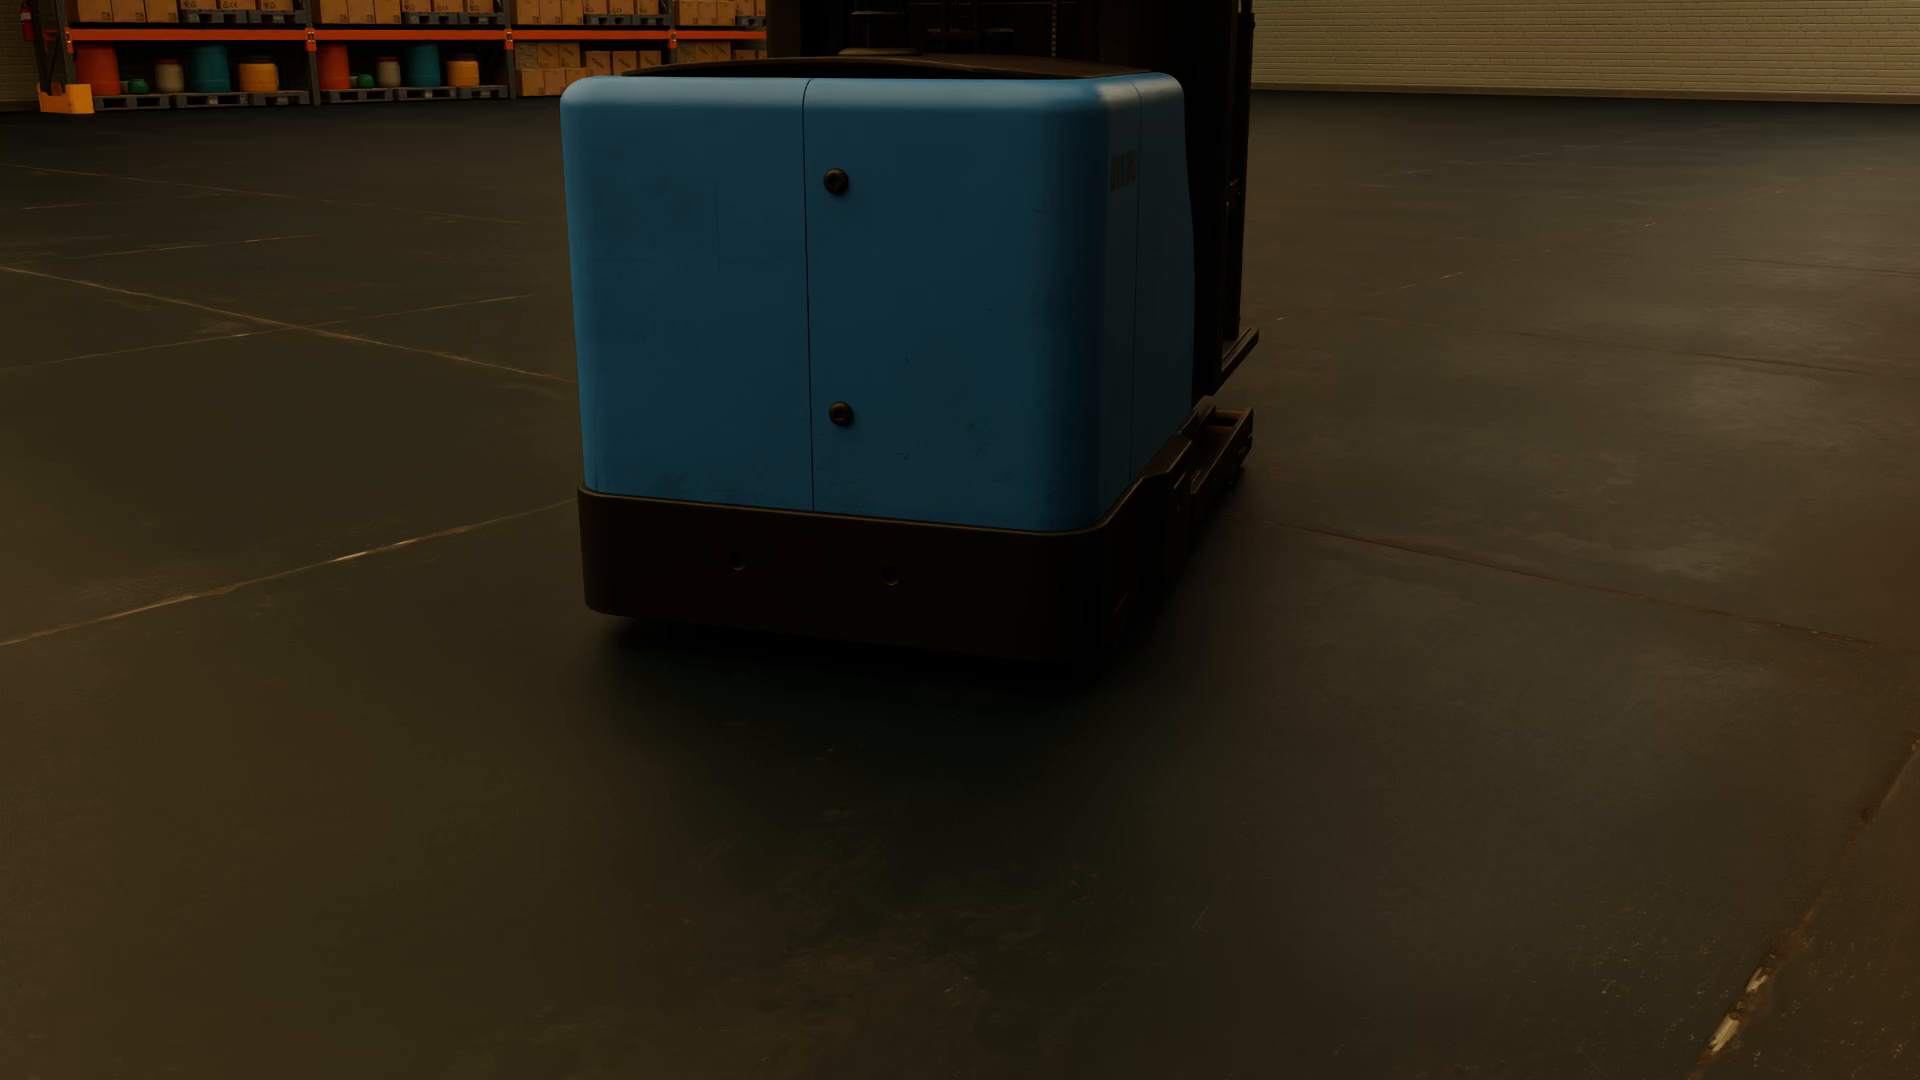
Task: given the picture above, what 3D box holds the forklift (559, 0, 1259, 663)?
[{"bbox_3d":[0.182,-1.571,4.072,1.130,2.935,3.031,5,18,17],"label":"forklift"}]
